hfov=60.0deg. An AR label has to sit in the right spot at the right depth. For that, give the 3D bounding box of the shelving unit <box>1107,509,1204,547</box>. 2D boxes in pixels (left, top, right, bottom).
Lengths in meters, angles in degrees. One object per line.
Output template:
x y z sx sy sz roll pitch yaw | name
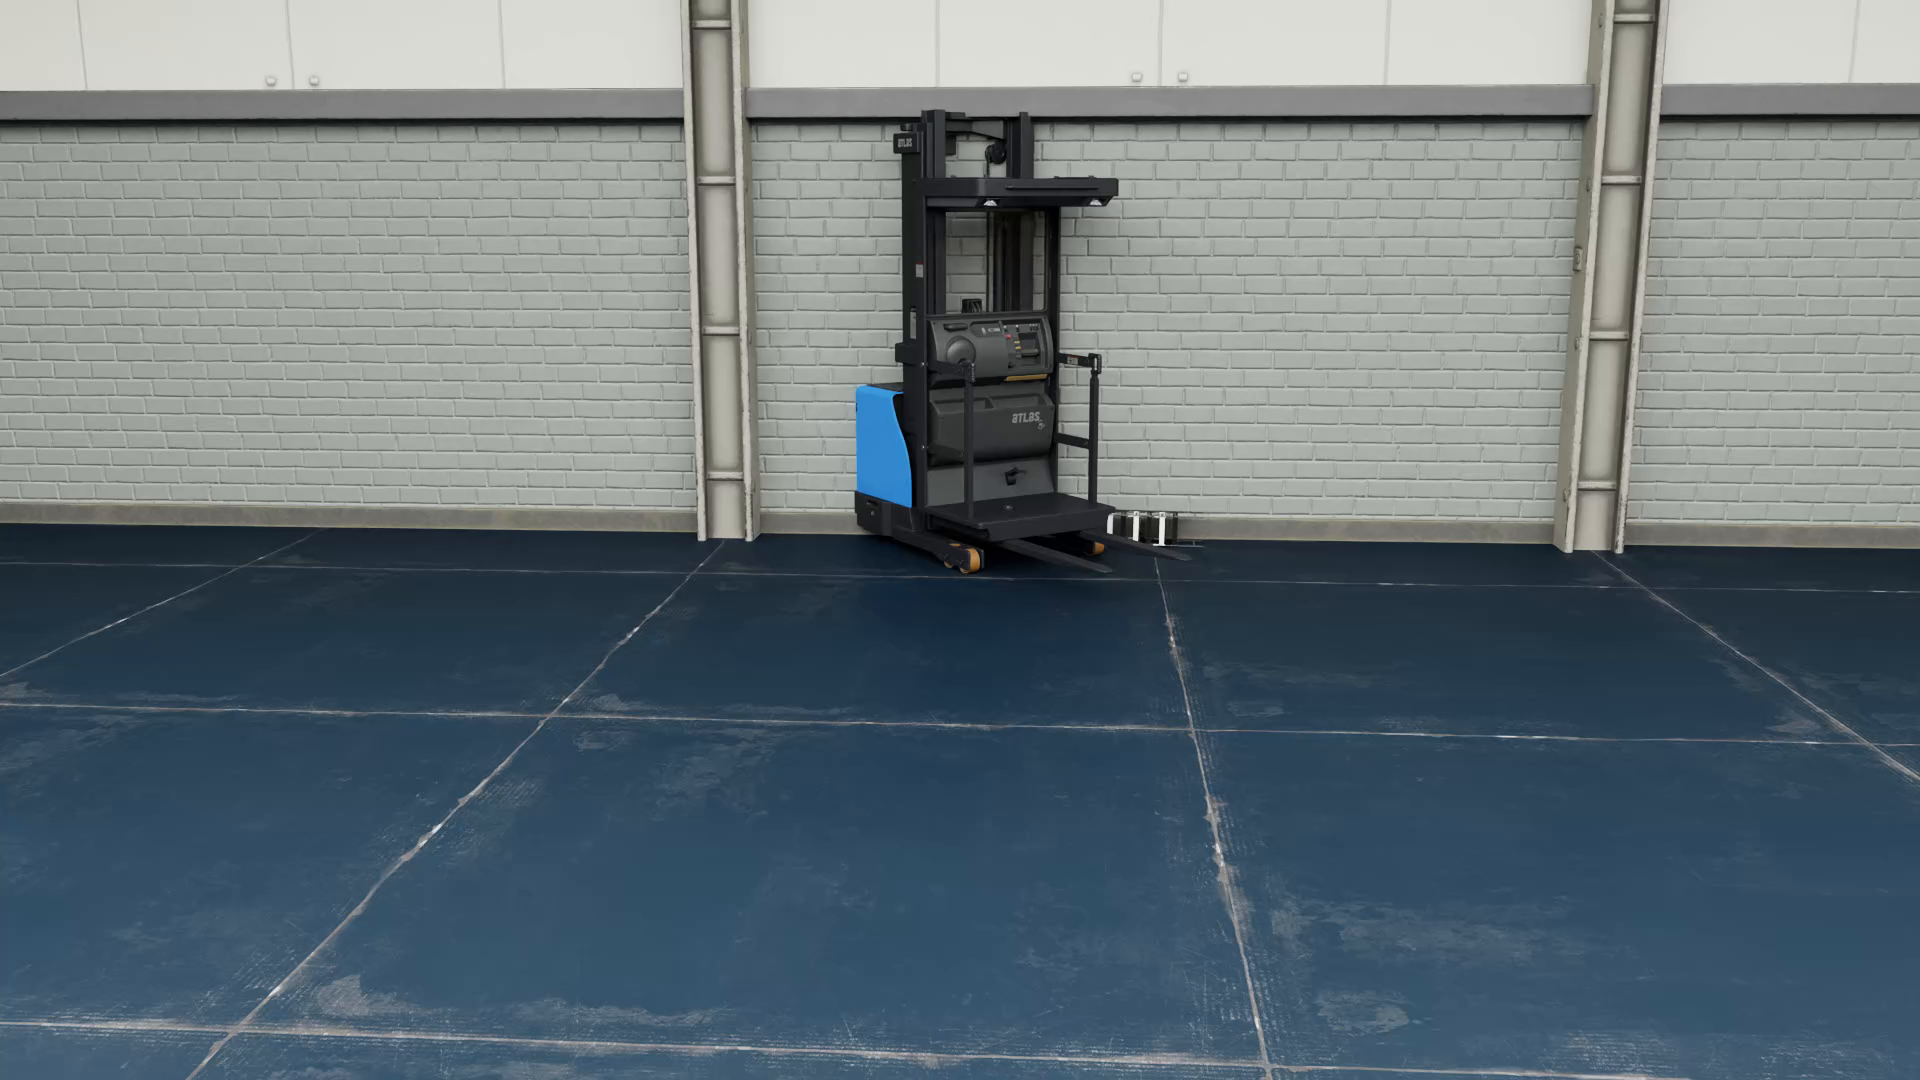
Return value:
1.249 -0.088 11.639 0.900 0.210 0.258 2 10 7 | shelving unit

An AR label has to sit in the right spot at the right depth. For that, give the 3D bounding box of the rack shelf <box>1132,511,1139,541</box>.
1.216 -0.089 11.643 0.077 0.200 0.258 2 10 7 | rack shelf

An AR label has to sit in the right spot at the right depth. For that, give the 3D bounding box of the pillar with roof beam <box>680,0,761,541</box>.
-1.935 -3.552 6.771 0.400 9.000 9.100 1 12 4 | pillar with roof beam

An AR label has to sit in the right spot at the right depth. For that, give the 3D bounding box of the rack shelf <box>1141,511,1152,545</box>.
1.306 -0.086 11.632 0.077 0.200 0.258 2 10 7 | rack shelf

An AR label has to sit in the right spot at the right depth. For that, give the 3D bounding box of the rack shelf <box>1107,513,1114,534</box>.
1.038 -0.095 11.663 0.077 0.200 0.258 2 10 7 | rack shelf

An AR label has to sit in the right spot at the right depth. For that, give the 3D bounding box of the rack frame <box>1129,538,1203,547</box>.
1.248 0.012 11.657 0.900 0.006 0.240 2 10 7 | rack frame

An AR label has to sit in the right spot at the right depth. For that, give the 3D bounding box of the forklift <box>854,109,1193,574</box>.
0.333 -1.326 10.948 1.130 2.935 3.031 -7 14 -31 | forklift

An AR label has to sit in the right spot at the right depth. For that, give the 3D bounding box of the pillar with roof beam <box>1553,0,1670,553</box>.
4.052 -3.470 6.378 0.400 9.000 9.100 1 12 4 | pillar with roof beam

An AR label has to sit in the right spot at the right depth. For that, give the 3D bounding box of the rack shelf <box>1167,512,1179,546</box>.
1.484 -0.080 11.612 0.077 0.200 0.258 2 10 7 | rack shelf

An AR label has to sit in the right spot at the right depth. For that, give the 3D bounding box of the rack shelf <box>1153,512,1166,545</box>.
1.395 -0.083 11.622 0.077 0.200 0.258 2 10 7 | rack shelf

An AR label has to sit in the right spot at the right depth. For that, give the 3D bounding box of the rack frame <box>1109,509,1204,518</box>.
1.251 -0.188 11.621 0.900 0.006 0.240 2 10 7 | rack frame

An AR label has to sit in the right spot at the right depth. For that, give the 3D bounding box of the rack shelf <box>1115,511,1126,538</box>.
1.127 -0.092 11.653 0.077 0.200 0.258 2 10 7 | rack shelf
